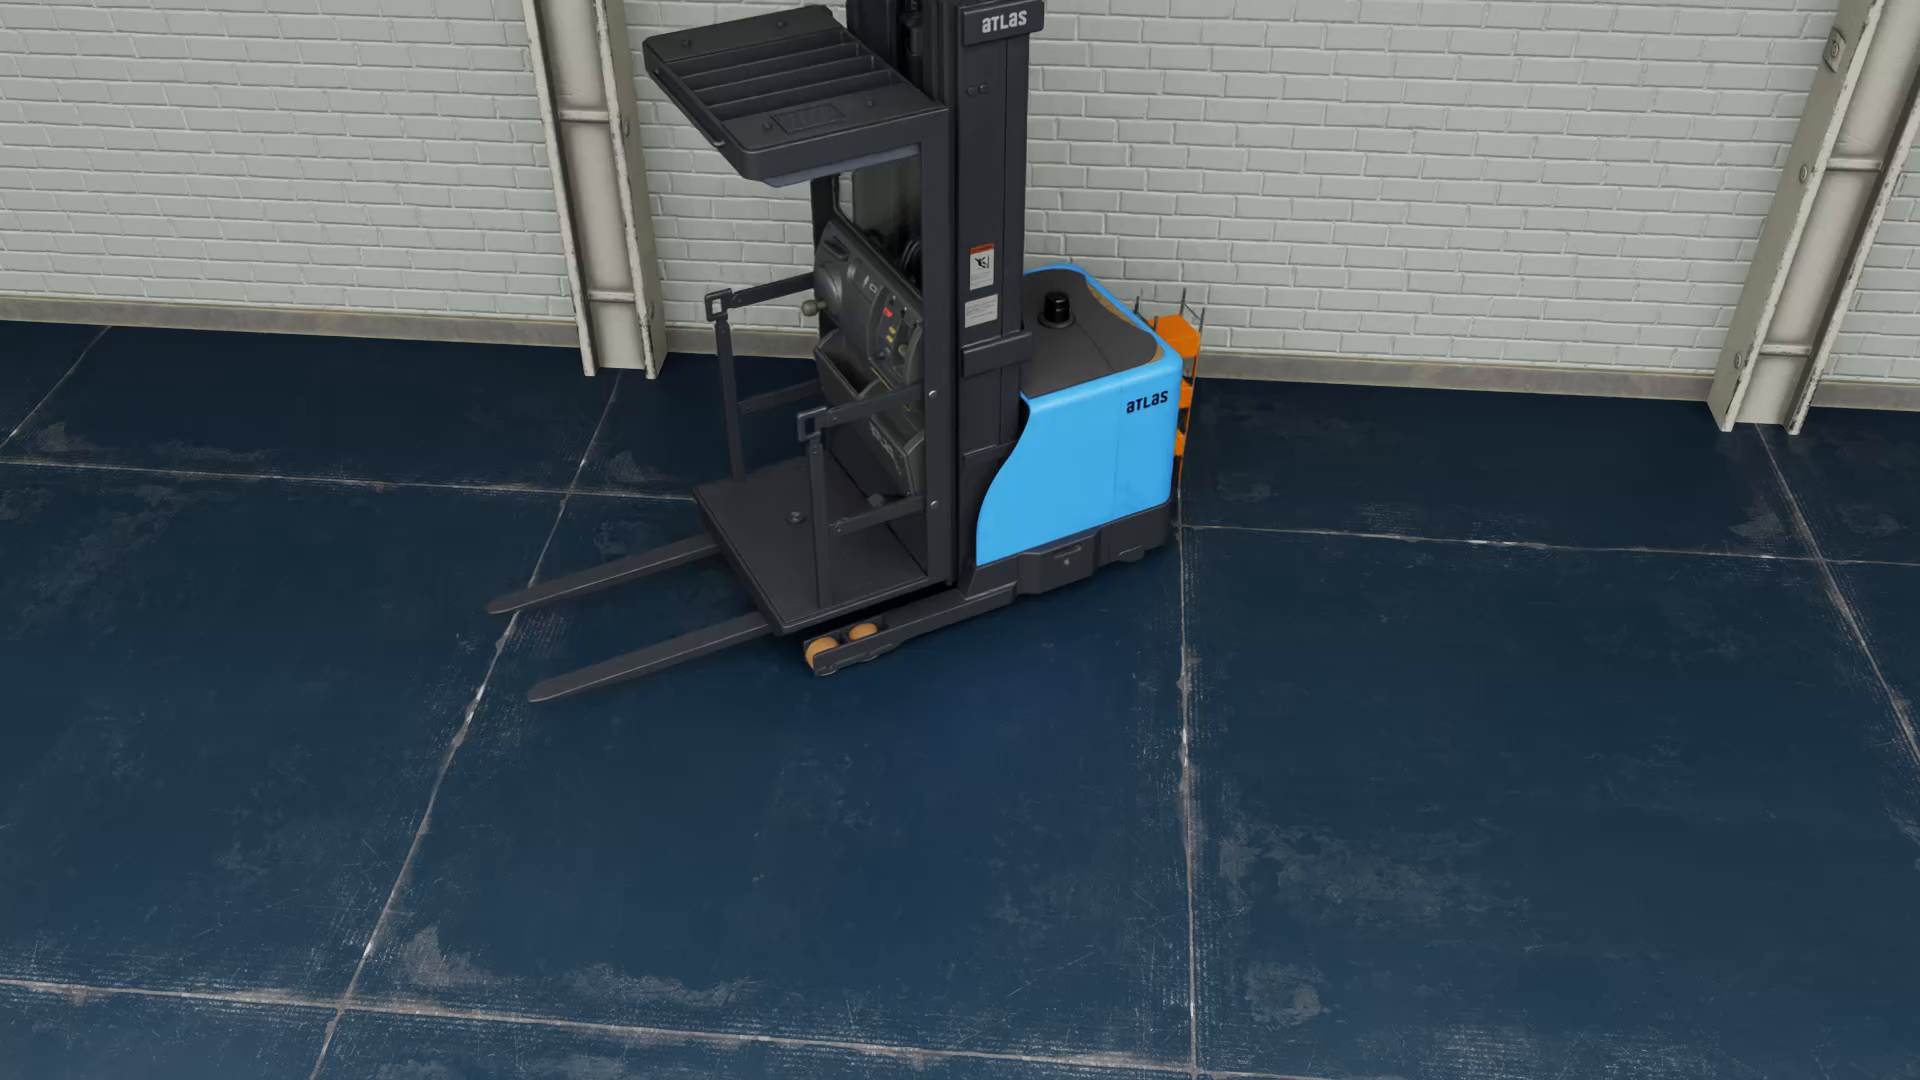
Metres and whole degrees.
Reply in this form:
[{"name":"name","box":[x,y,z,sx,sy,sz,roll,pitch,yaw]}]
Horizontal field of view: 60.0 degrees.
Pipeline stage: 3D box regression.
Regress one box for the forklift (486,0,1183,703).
[{"name":"forklift","box":[-0.563,-0.934,6.746,3.031,2.935,1.130,-18,43,-21]}]

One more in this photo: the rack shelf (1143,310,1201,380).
[{"name":"rack shelf","box":[0.952,-0.888,7.739,0.240,0.259,0.215,-13,41,-19]}]

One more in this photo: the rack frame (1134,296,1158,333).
[{"name":"rack frame","box":[0.829,-0.648,7.869,0.008,1.050,0.200,-13,41,-19]}]

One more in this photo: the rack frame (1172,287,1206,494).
[{"name":"rack frame","box":[1.054,-0.699,7.947,0.008,1.050,0.200,-13,41,-19]}]

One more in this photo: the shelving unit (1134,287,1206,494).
[{"name":"shelving unit","box":[0.942,-0.673,7.908,0.252,1.050,0.215,-13,41,-19]}]

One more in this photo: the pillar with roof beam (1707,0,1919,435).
[{"name":"pillar with roof beam","box":[3.780,-1.434,2.553,0.400,9.000,9.100,3,39,4]}]

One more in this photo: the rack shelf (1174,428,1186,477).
[{"name":"rack shelf","box":[0.931,-0.447,8.087,0.240,0.259,0.215,-13,41,-19]}]

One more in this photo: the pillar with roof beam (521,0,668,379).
[{"name":"pillar with roof beam","box":[-2.198,-1.761,2.955,0.400,9.000,9.100,3,39,4]}]

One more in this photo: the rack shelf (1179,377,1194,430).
[{"name":"rack shelf","box":[0.941,-0.665,7.914,0.240,0.259,0.215,-13,41,-19]}]
